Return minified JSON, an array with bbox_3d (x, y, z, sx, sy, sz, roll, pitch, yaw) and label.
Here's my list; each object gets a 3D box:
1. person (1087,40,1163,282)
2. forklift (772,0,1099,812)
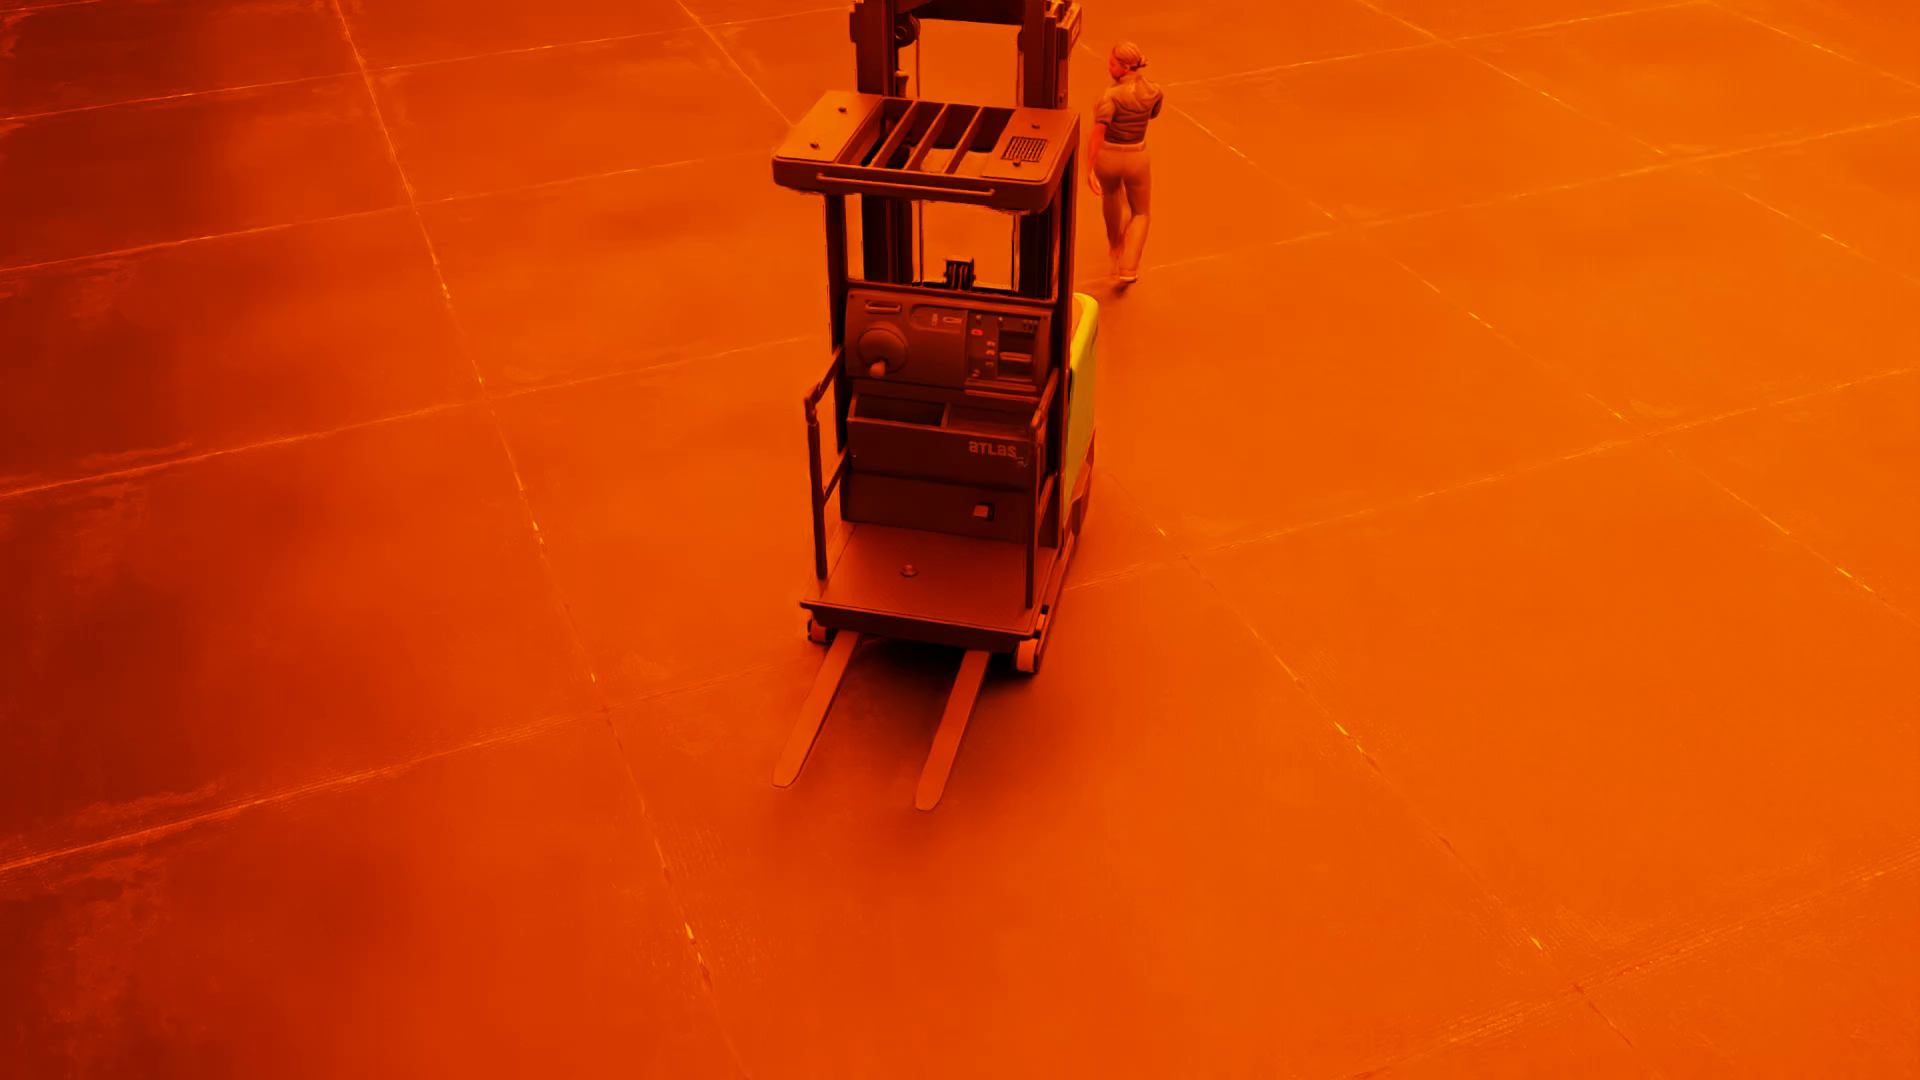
[{"bbox_3d":[1.047,-2.452,10.764,0.479,1.568,0.855,1,35,2],"label":"person"},{"bbox_3d":[-0.104,-0.817,7.247,1.130,2.935,3.031,8,36,11],"label":"forklift"}]
